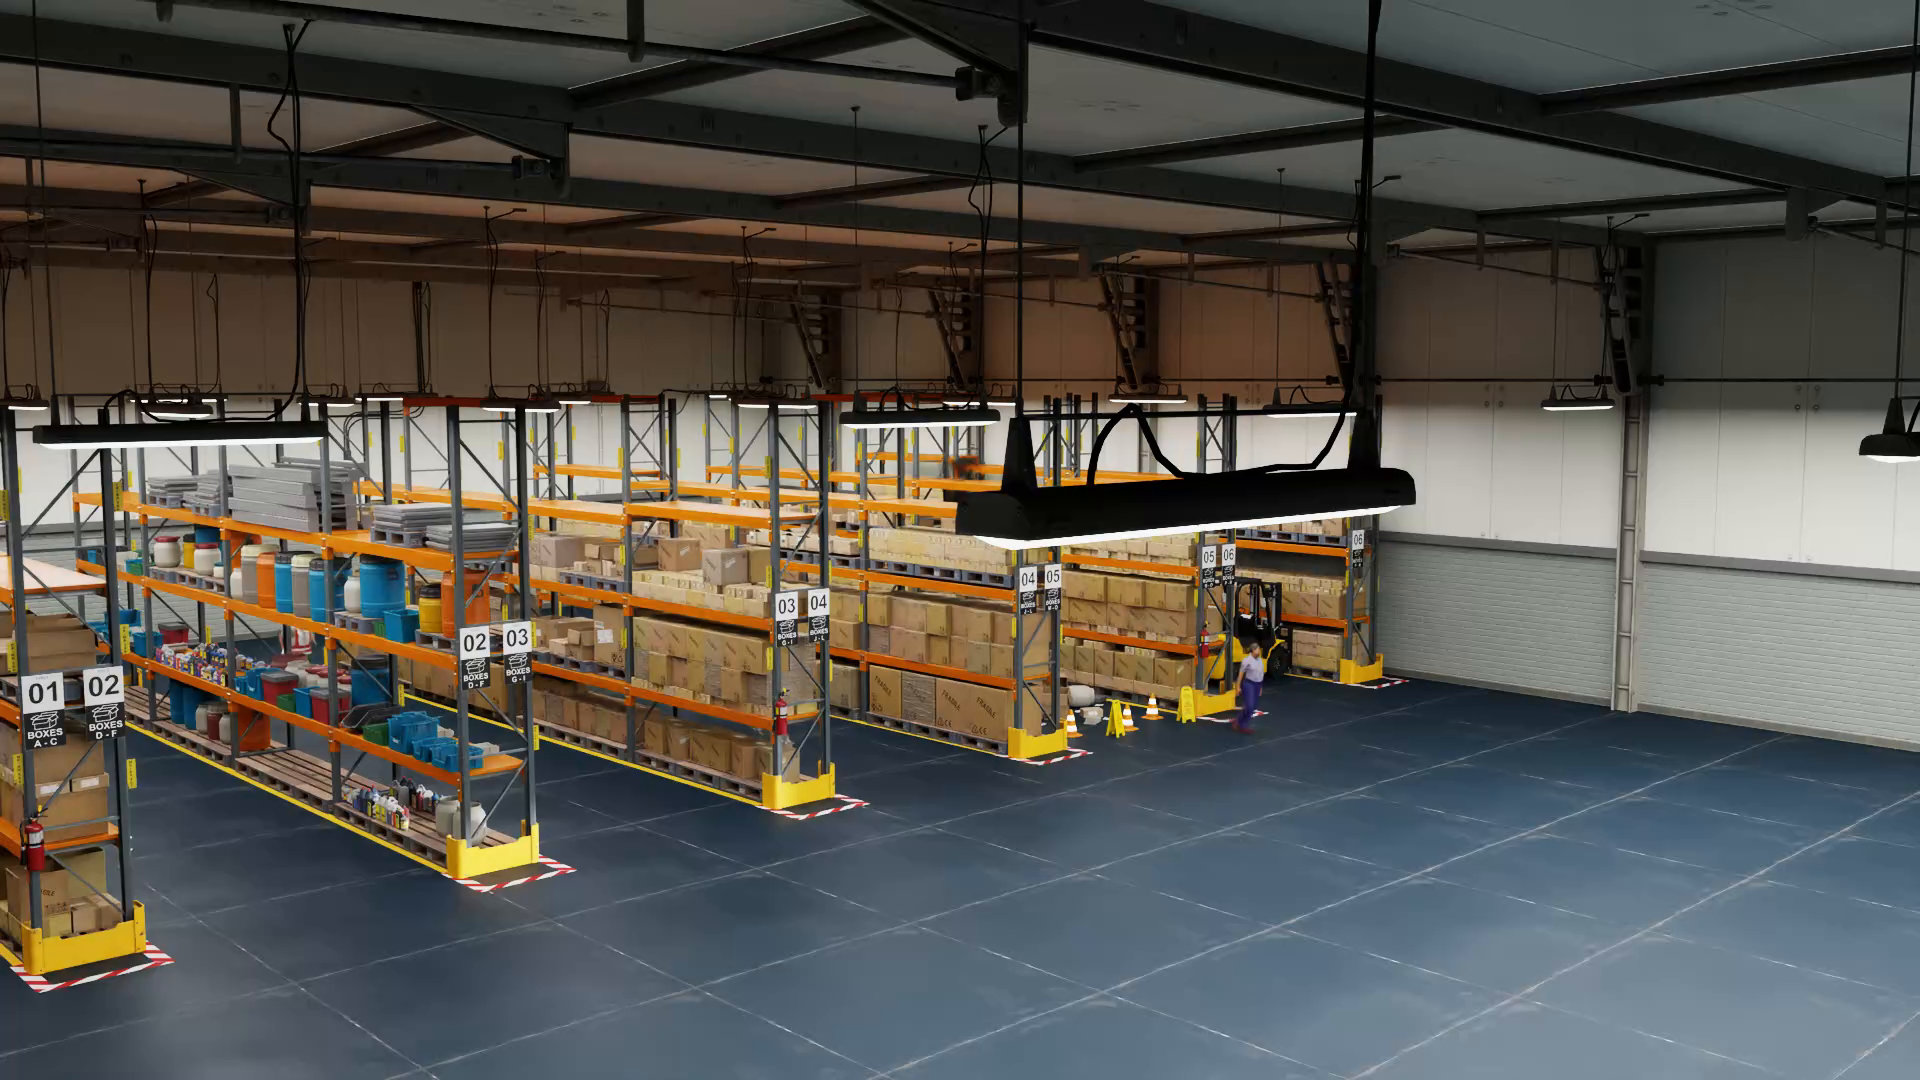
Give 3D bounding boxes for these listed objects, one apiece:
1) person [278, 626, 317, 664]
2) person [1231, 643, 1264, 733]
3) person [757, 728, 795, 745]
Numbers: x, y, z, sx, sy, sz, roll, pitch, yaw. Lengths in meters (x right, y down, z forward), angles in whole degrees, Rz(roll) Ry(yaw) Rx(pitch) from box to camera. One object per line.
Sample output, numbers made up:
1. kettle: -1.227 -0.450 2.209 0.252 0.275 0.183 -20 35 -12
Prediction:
1. person: -12.958 2.276 32.743 0.699 1.783 0.648 4 7 34
2. person: 5.146 2.650 29.680 0.616 1.617 0.461 -5 8 -44
3. person: -3.248 2.762 28.941 0.844 1.579 0.519 2 6 23
